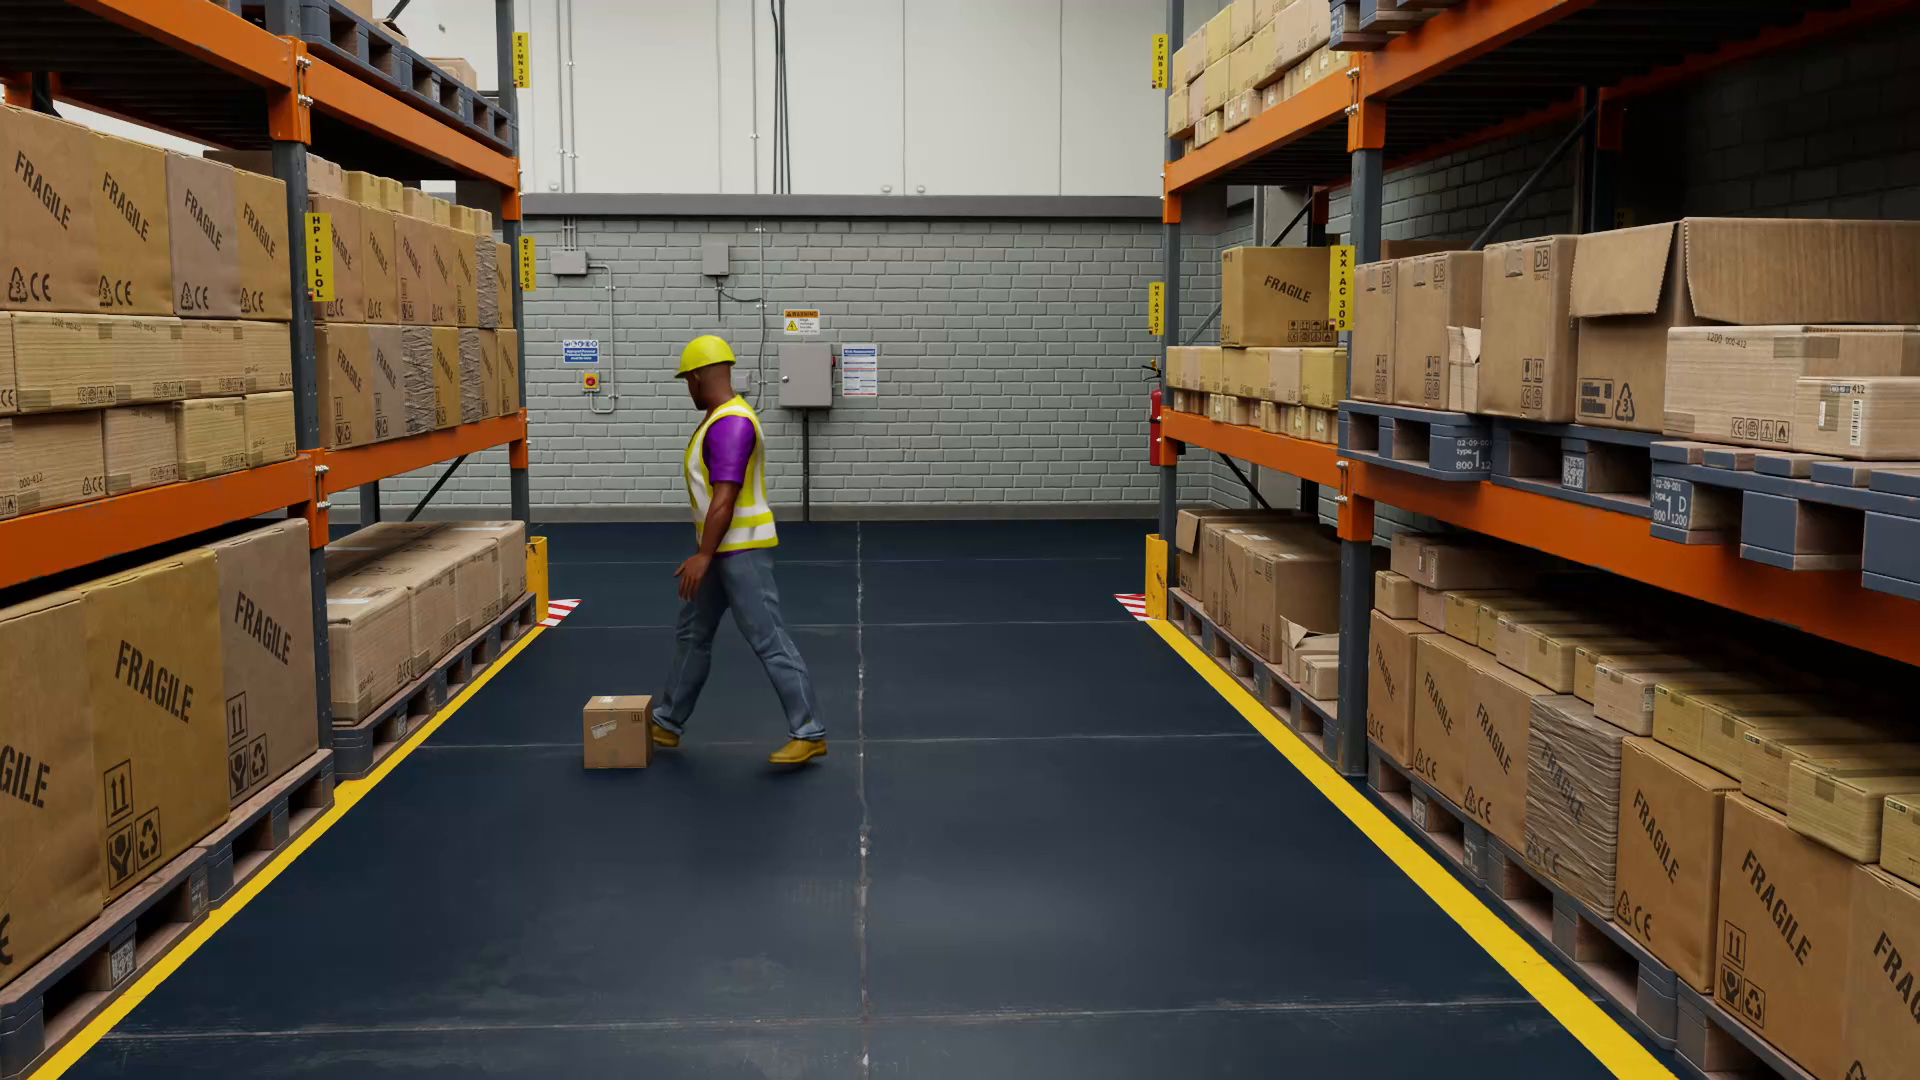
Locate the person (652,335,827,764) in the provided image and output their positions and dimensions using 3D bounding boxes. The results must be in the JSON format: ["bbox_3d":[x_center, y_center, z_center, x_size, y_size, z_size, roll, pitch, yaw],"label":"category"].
[{"bbox_3d":[-1.001,0.034,6.799,0.844,1.731,0.675,-2,7,-18],"label":"person"}]
